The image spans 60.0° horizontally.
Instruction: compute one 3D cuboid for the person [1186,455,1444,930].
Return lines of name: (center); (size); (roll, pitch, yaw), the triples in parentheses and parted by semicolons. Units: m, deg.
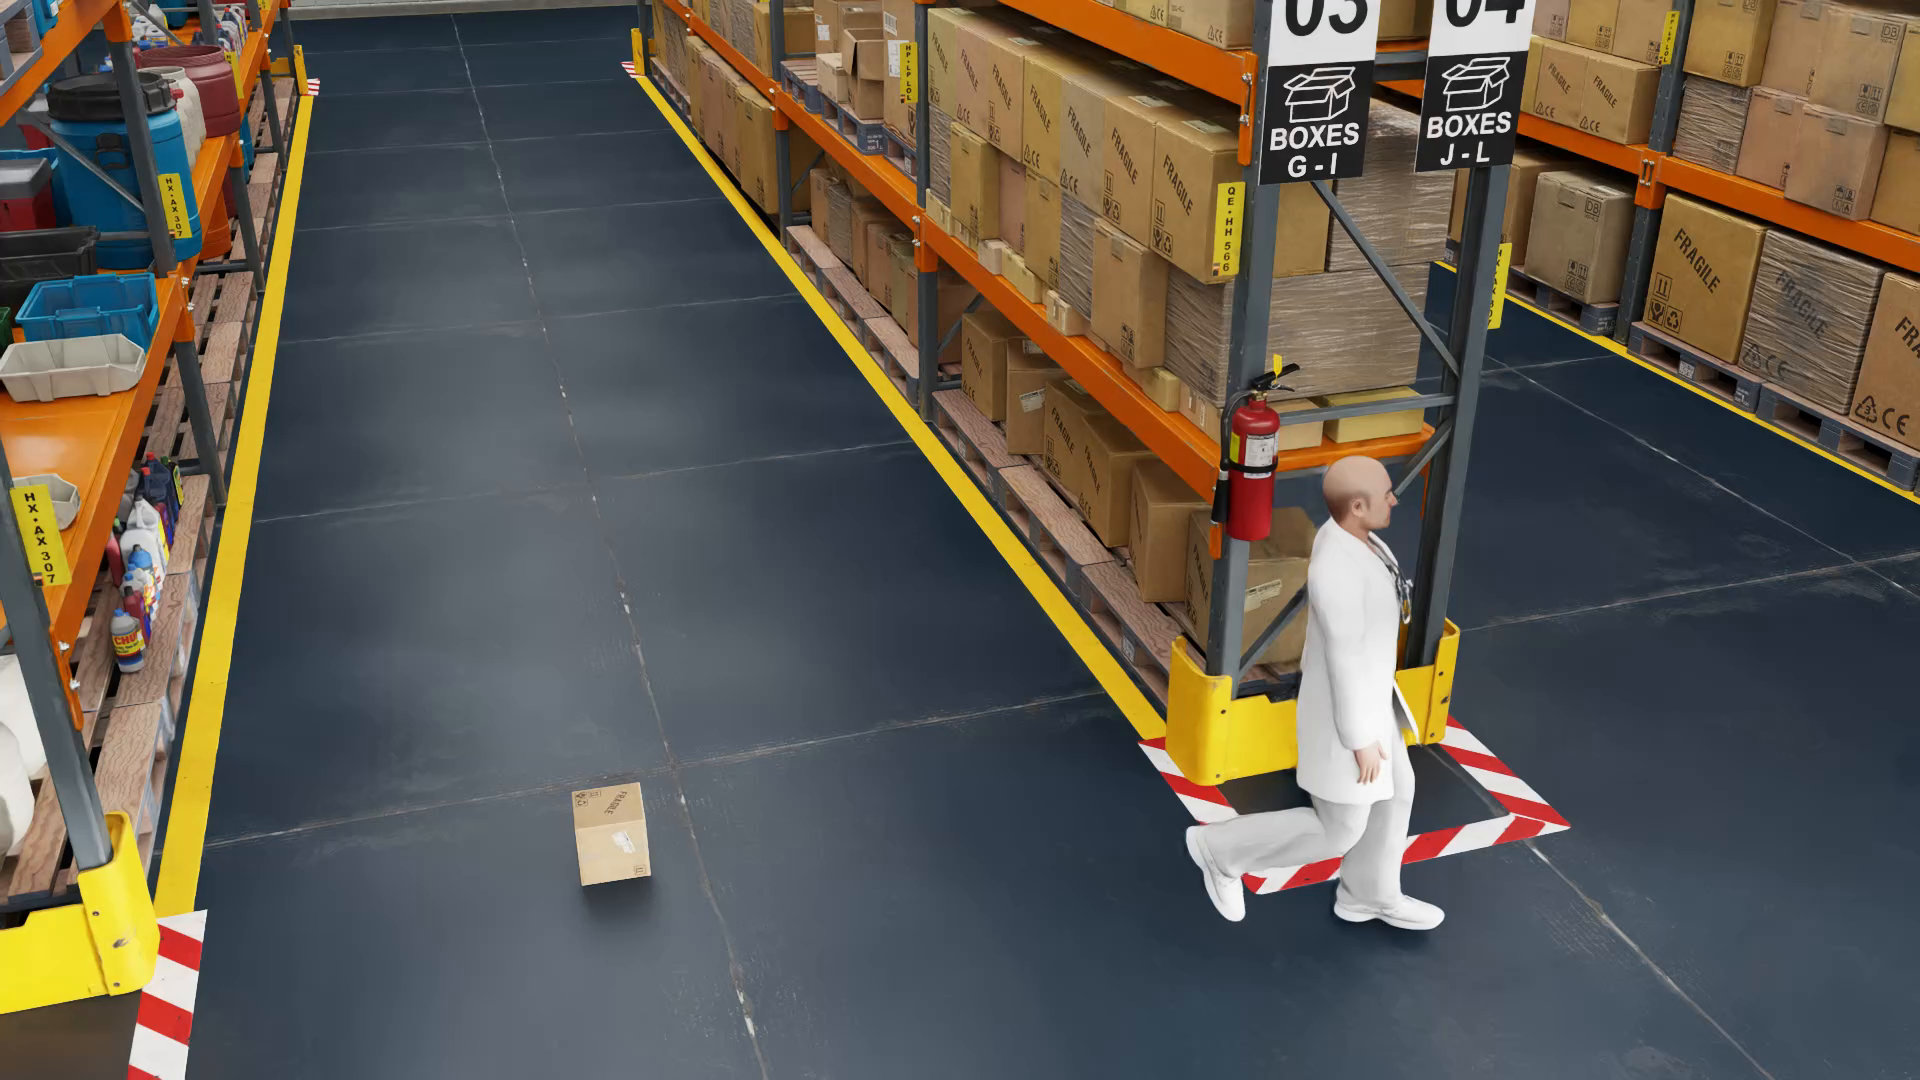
person: (1.246, 0.537, 5.504); (0.889, 1.743, 0.566); (8, 27, 16)
